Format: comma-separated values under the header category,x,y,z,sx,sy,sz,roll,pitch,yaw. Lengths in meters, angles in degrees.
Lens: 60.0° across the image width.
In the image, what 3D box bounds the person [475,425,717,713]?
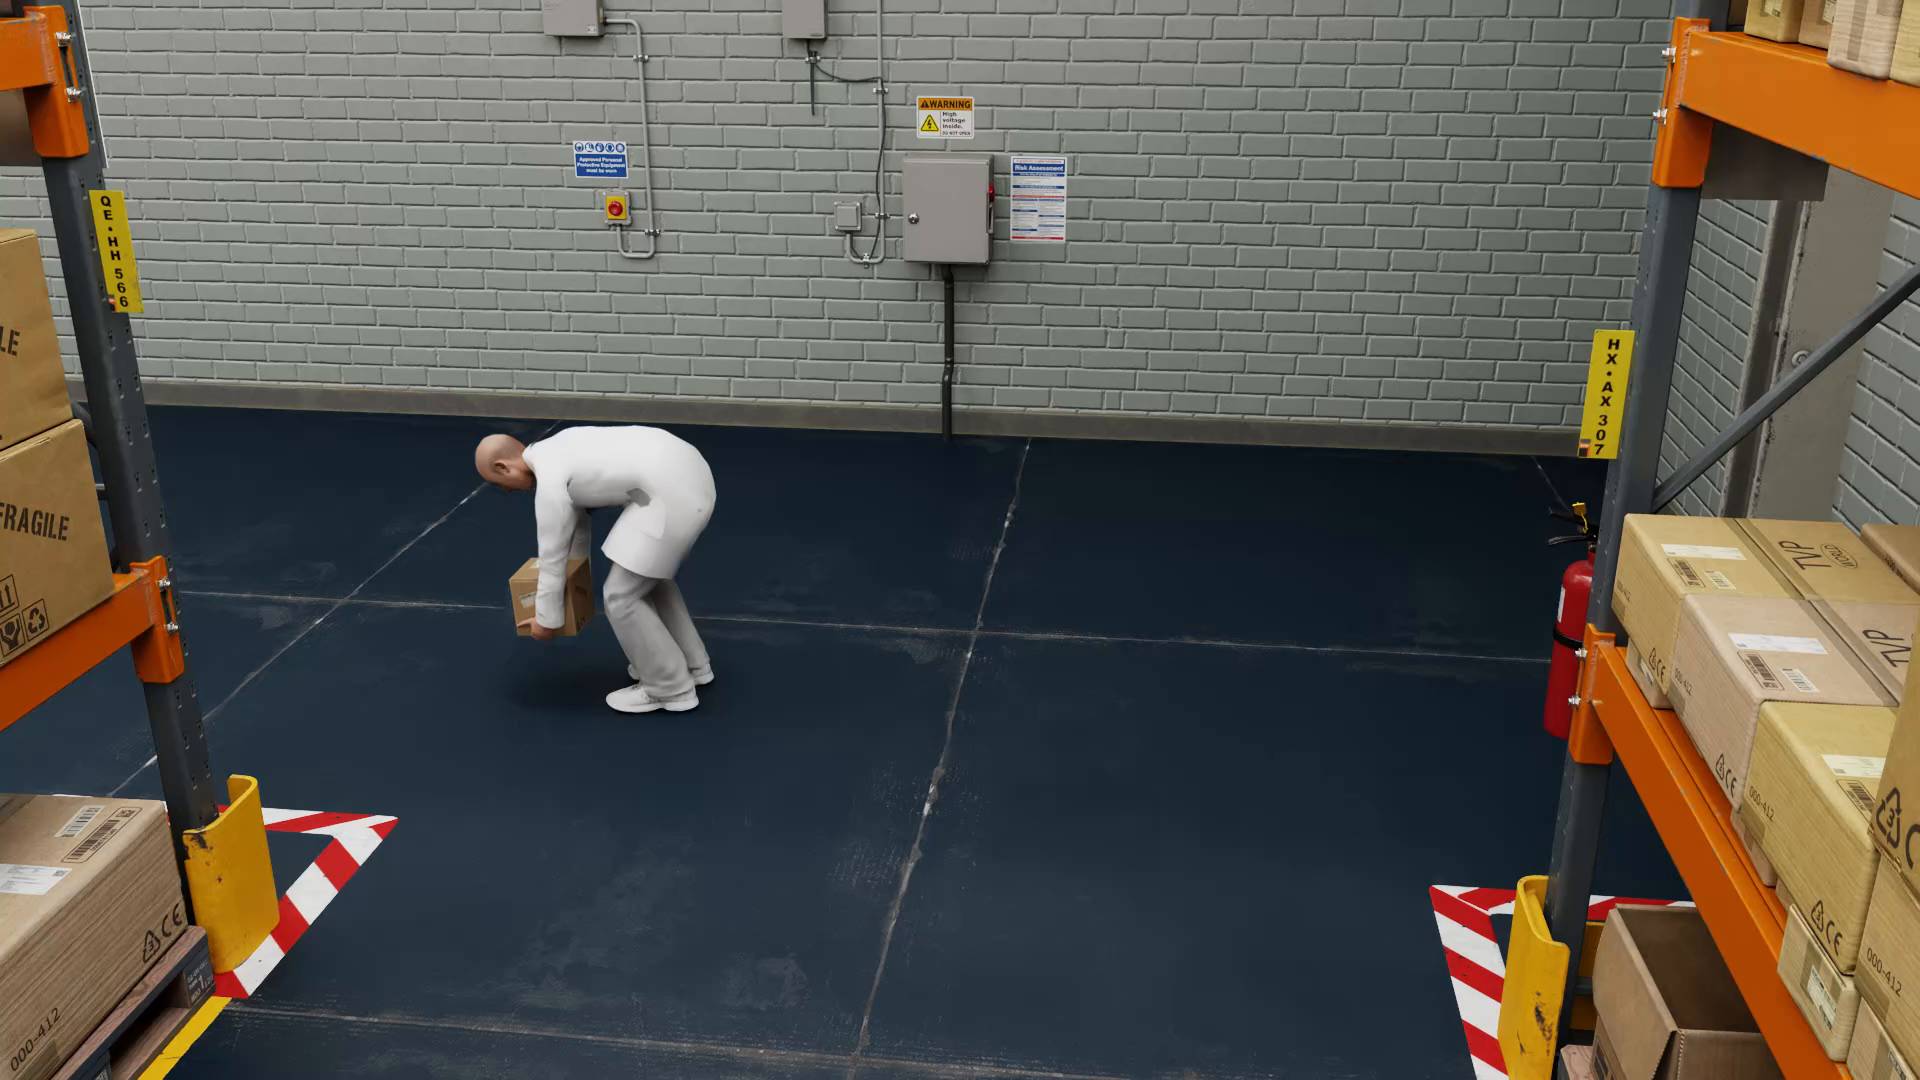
category,x,y,z,sx,sy,sz,roll,pitch,yaw
person,-1.449,0.101,6.735,0.948,1.140,0.568,2,21,4
